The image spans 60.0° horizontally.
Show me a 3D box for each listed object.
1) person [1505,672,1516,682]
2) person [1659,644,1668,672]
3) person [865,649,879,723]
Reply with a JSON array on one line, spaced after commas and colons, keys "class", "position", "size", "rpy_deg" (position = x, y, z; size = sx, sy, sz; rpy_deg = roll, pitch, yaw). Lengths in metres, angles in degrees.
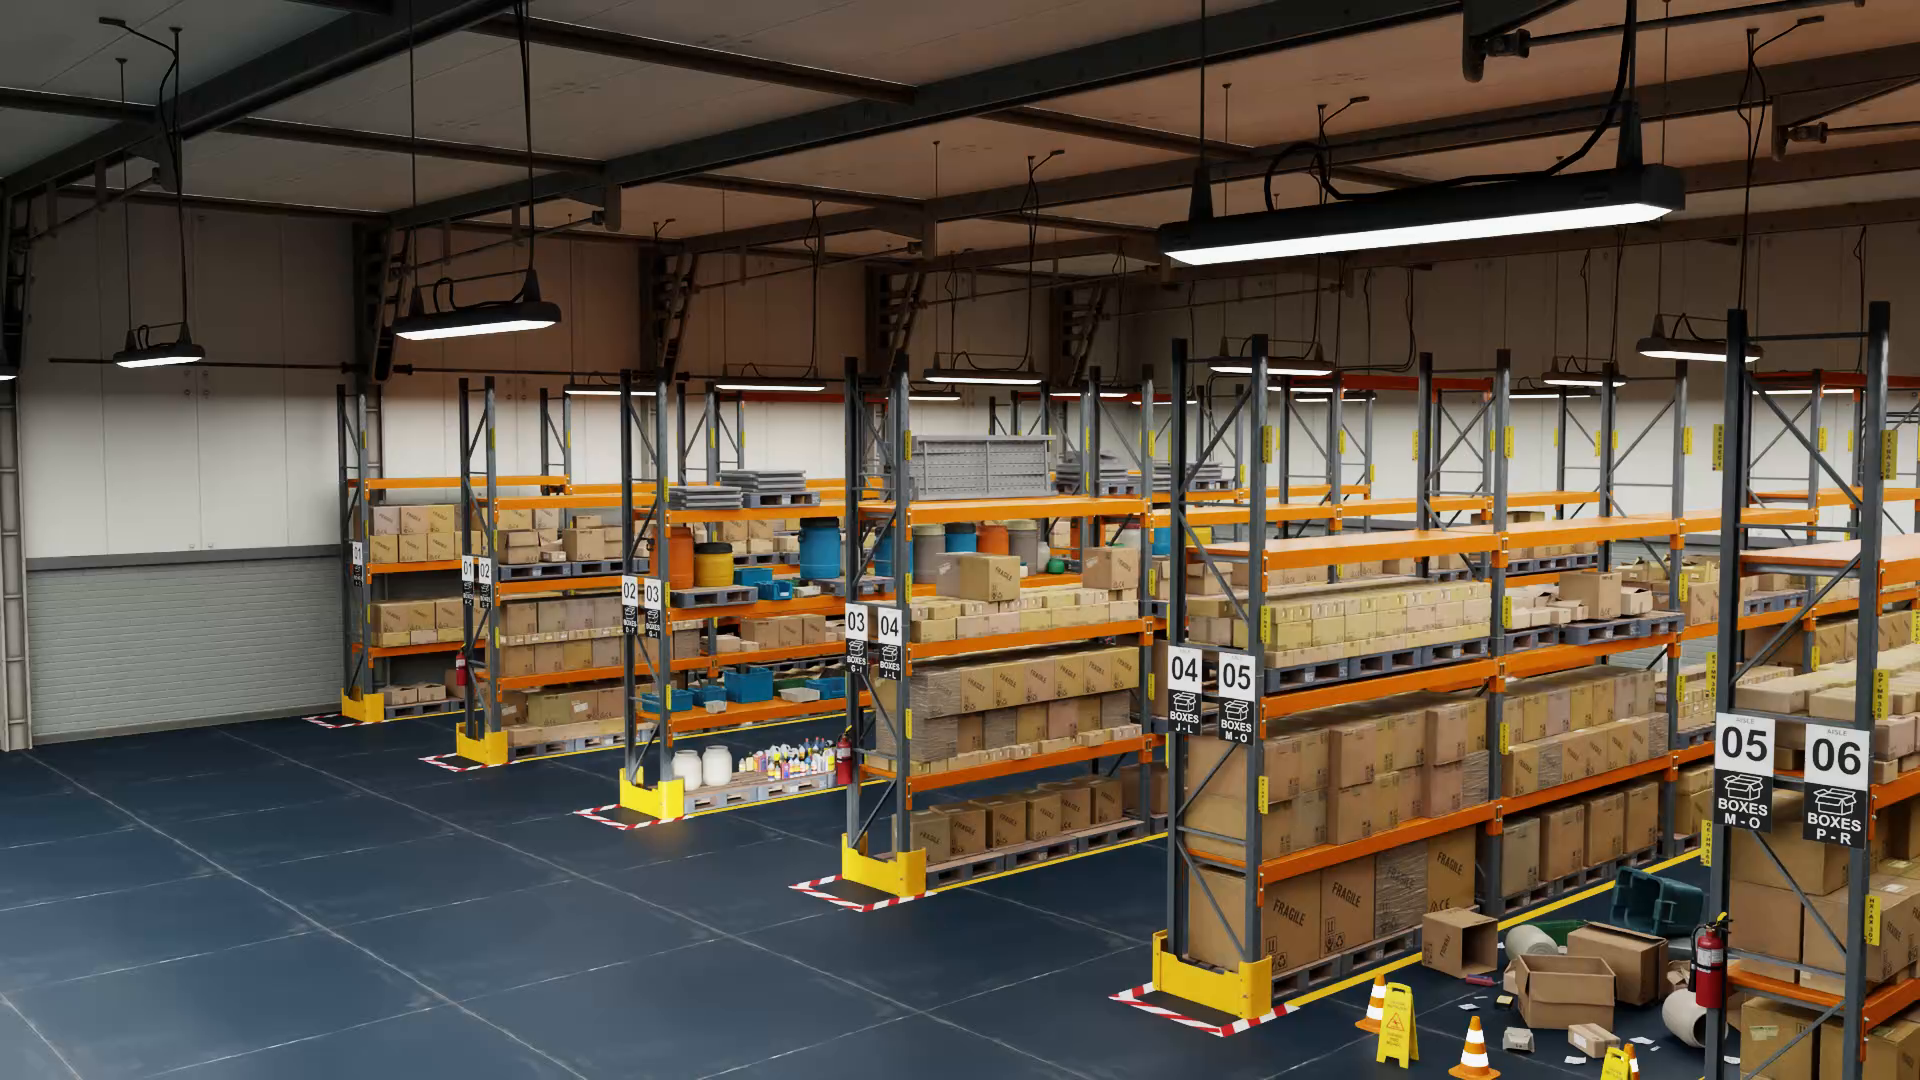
[{"class": "person", "position": [8.054, 2.656, 24.730], "size": [0.499, 1.798, 0.568], "rpy_deg": [1, 4, 9]}, {"class": "person", "position": [12.675, 2.343, 29.572], "size": [0.947, 1.756, 0.619], "rpy_deg": [1, 4, 21]}, {"class": "person", "position": [-1.403, 2.346, 29.617], "size": [0.405, 1.832, 0.637], "rpy_deg": [3, 5, 34]}]
